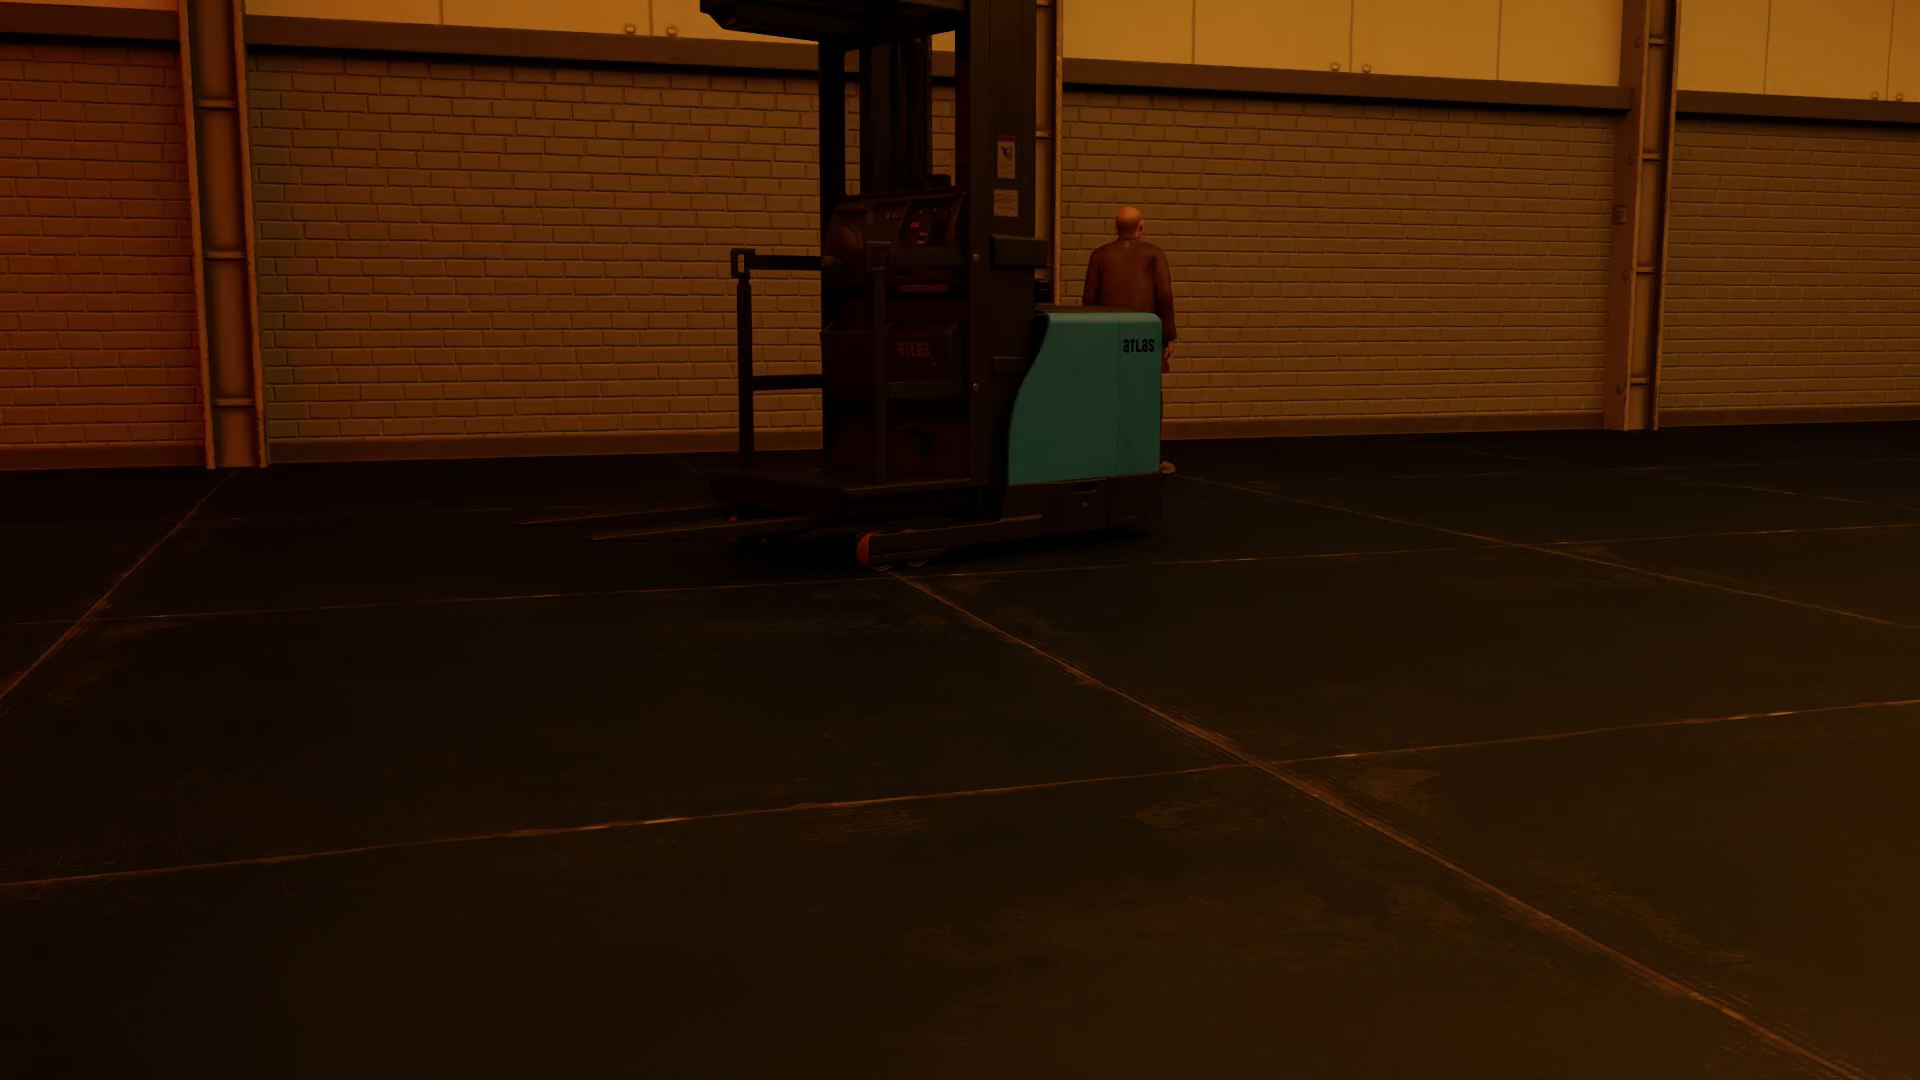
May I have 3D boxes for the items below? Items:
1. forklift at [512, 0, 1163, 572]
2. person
[{"bbox_3d":[-0.461,-1.399,7.333,3.031,2.935,1.130,-7,10,-40],"label":"forklift"},{"bbox_3d":[1.123,-1.318,11.040,0.643,1.772,0.435,3,8,18],"label":"person"}]
